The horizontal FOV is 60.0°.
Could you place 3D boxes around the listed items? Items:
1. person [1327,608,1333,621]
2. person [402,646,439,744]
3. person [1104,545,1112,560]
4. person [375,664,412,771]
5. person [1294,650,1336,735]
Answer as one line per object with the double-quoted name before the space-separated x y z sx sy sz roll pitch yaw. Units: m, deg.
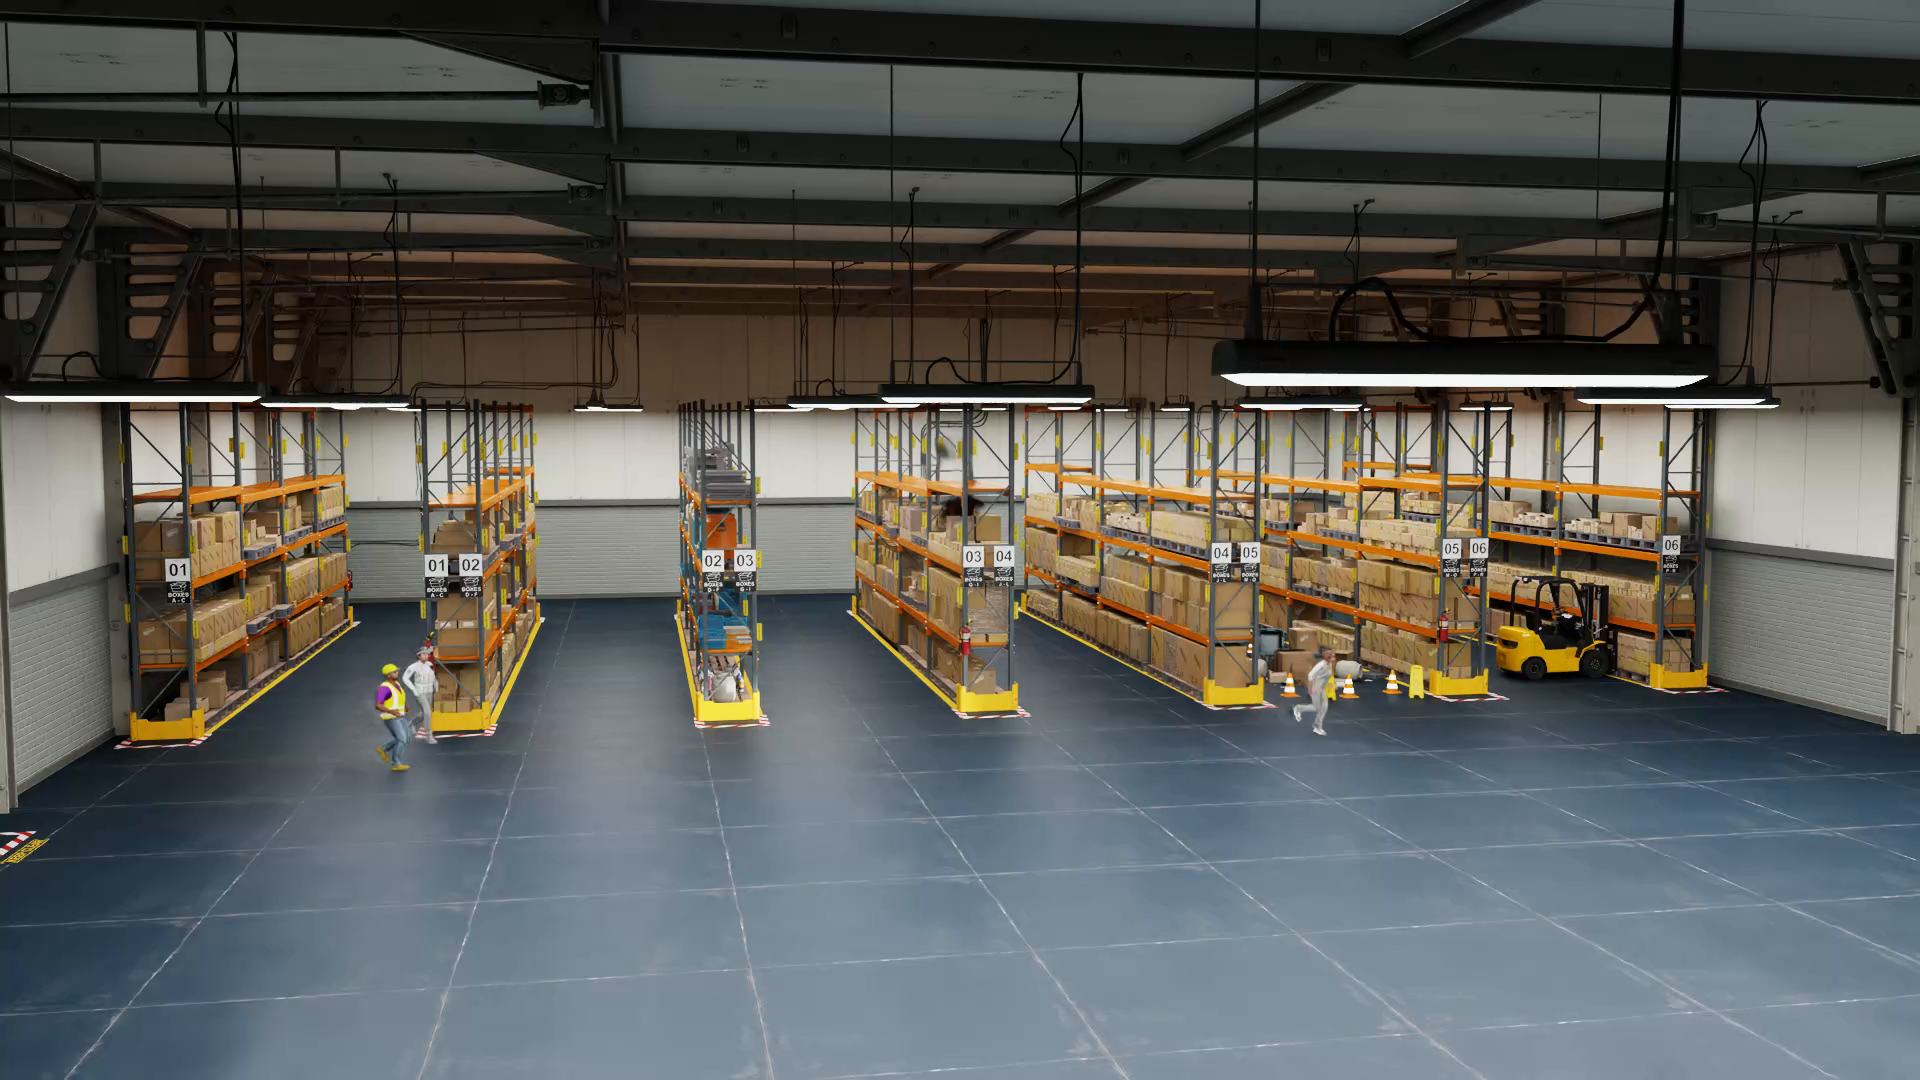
"person" 9.977 1.427 45.254 0.617 1.851 0.784 -1 4 -12
"person" -9.431 2.698 29.115 0.790 1.703 0.629 2 5 30
"person" 4.518 1.017 51.264 0.747 1.749 0.579 -3 5 -31
"person" -9.142 2.847 26.741 0.609 1.716 0.697 0 4 6
"person" 6.387 2.724 29.944 0.768 1.542 0.536 3 5 33
